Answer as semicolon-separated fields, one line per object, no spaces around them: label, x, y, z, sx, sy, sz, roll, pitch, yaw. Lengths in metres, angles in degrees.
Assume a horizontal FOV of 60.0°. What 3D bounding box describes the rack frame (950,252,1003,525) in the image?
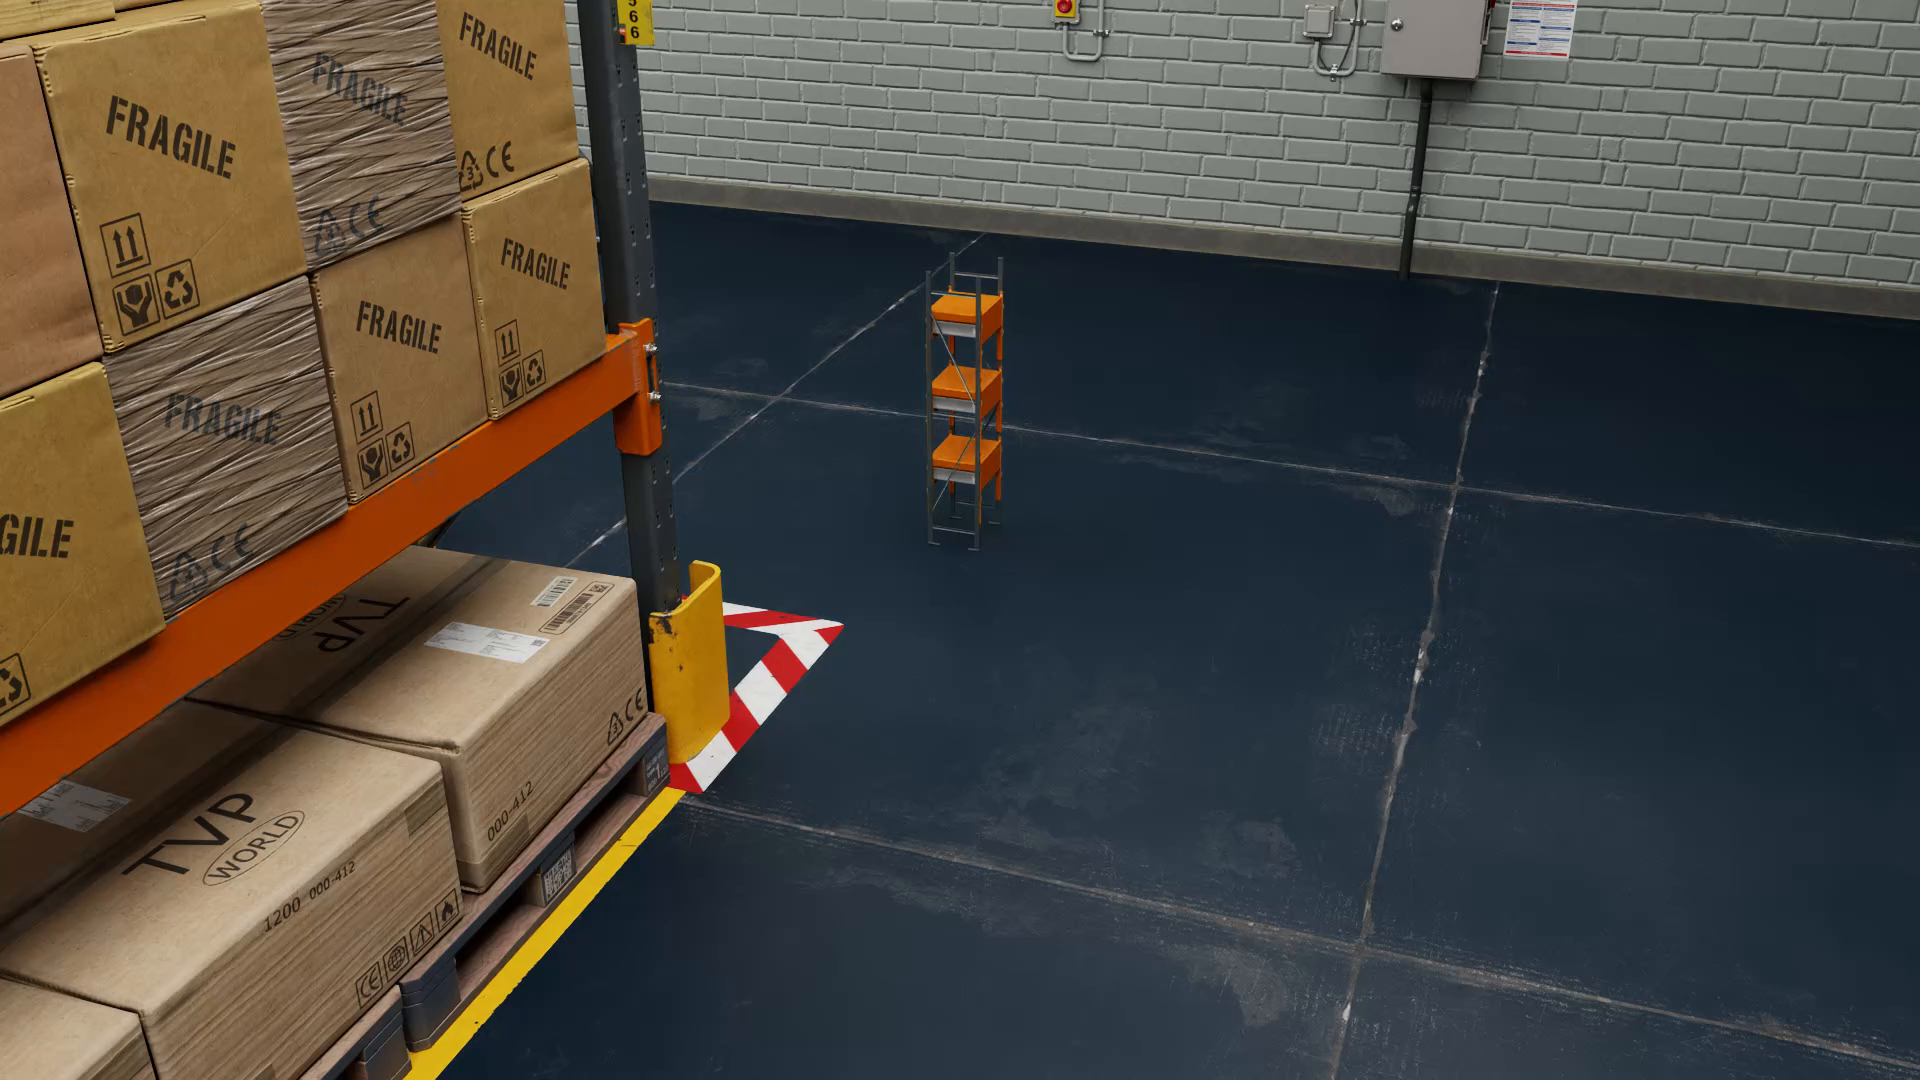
rack frame;0.058;-0.545;6.170;0.200;1.050;0.008;9;27;17

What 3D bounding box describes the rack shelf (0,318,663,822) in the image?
rack shelf;-1.972;0.319;2.975;1.077;0.370;4.000;9;27;17

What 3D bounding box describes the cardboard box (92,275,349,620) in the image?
cardboard box;-1.560;-0.218;3.144;0.500;0.500;0.500;10;27;19

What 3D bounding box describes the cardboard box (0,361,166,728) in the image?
cardboard box;-1.720;-0.004;2.702;0.500;0.500;0.500;10;27;19

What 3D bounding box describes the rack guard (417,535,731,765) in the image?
rack guard;-1.298;0.288;5.081;1.175;0.500;0.348;9;27;17

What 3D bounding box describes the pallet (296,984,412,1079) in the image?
pallet;-1.906;1.268;3.389;1.003;0.211;1.213;9;27;17

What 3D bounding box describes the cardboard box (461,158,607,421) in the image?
cardboard box;-1.217;-0.635;4.005;0.500;0.500;0.500;9;27;18

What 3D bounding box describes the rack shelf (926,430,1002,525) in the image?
rack shelf;0.018;-0.235;6.192;0.215;0.259;0.240;9;27;17

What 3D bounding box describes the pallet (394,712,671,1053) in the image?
pallet;-1.498;0.768;4.421;1.003;0.211;1.213;9;27;17

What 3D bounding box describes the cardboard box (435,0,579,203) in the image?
cardboard box;-1.242;-1.089;3.795;0.500;0.500;0.500;10;27;19

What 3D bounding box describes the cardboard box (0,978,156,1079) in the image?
cardboard box;-2.030;1.171;2.848;0.875;0.438;0.875;8;27;16

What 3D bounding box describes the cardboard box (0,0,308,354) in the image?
cardboard box;-1.556;-0.667;2.924;0.500;0.500;0.500;9;27;17

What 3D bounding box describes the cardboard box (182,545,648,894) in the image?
cardboard box;-1.431;0.423;4.392;0.875;0.438;0.875;8;27;16

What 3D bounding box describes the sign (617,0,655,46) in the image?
sign;-0.799;-1.370;4.037;0.100;0.325;0.005;9;27;17

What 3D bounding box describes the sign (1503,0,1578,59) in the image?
sign;3.015;-2.753;8.604;0.329;0.494;0.001;9;27;17

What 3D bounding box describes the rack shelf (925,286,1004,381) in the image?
rack shelf;0.018;-0.740;5.948;0.215;0.259;0.240;9;27;17

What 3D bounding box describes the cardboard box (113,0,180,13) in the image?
cardboard box;-1.581;-1.016;2.901;0.380;0.149;0.250;8;27;17

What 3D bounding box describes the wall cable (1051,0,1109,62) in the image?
wall cable;0.548;-3.619;9.080;0.585;1.953;0.123;9;27;17

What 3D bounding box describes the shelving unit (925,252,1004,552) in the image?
shelving unit;0.018;-0.495;6.067;0.215;1.050;0.252;9;27;17

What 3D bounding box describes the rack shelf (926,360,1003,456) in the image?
rack shelf;0.018;-0.485;6.071;0.215;0.259;0.240;9;27;17

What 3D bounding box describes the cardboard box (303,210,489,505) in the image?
cardboard box;-1.398;-0.431;3.583;0.500;0.500;0.500;8;27;16

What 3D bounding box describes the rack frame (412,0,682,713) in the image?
rack frame;-1.306;-0.827;4.515;1.000;3.000;0.127;9;27;17

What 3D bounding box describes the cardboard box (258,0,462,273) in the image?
cardboard box;-1.388;-0.870;3.343;0.500;0.500;0.500;9;27;18

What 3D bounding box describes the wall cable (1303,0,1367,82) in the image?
wall cable;1.890;-3.404;8.672;0.588;1.984;0.122;9;27;17

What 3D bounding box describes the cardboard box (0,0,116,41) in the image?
cardboard box;-1.610;-0.905;2.670;0.380;0.149;0.250;9;27;19

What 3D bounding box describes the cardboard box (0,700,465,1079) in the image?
cardboard box;-1.728;0.800;3.613;0.875;0.438;0.875;9;27;19

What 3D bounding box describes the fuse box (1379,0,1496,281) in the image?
fuse box;2.481;-2.203;8.836;0.539;1.711;0.414;9;27;17

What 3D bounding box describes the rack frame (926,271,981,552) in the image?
rack frame;-0.023;-0.444;5.963;0.200;1.050;0.008;9;27;17

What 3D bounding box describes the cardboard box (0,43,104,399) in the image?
cardboard box;-1.725;-0.461;2.498;0.500;0.500;0.500;9;27;17
